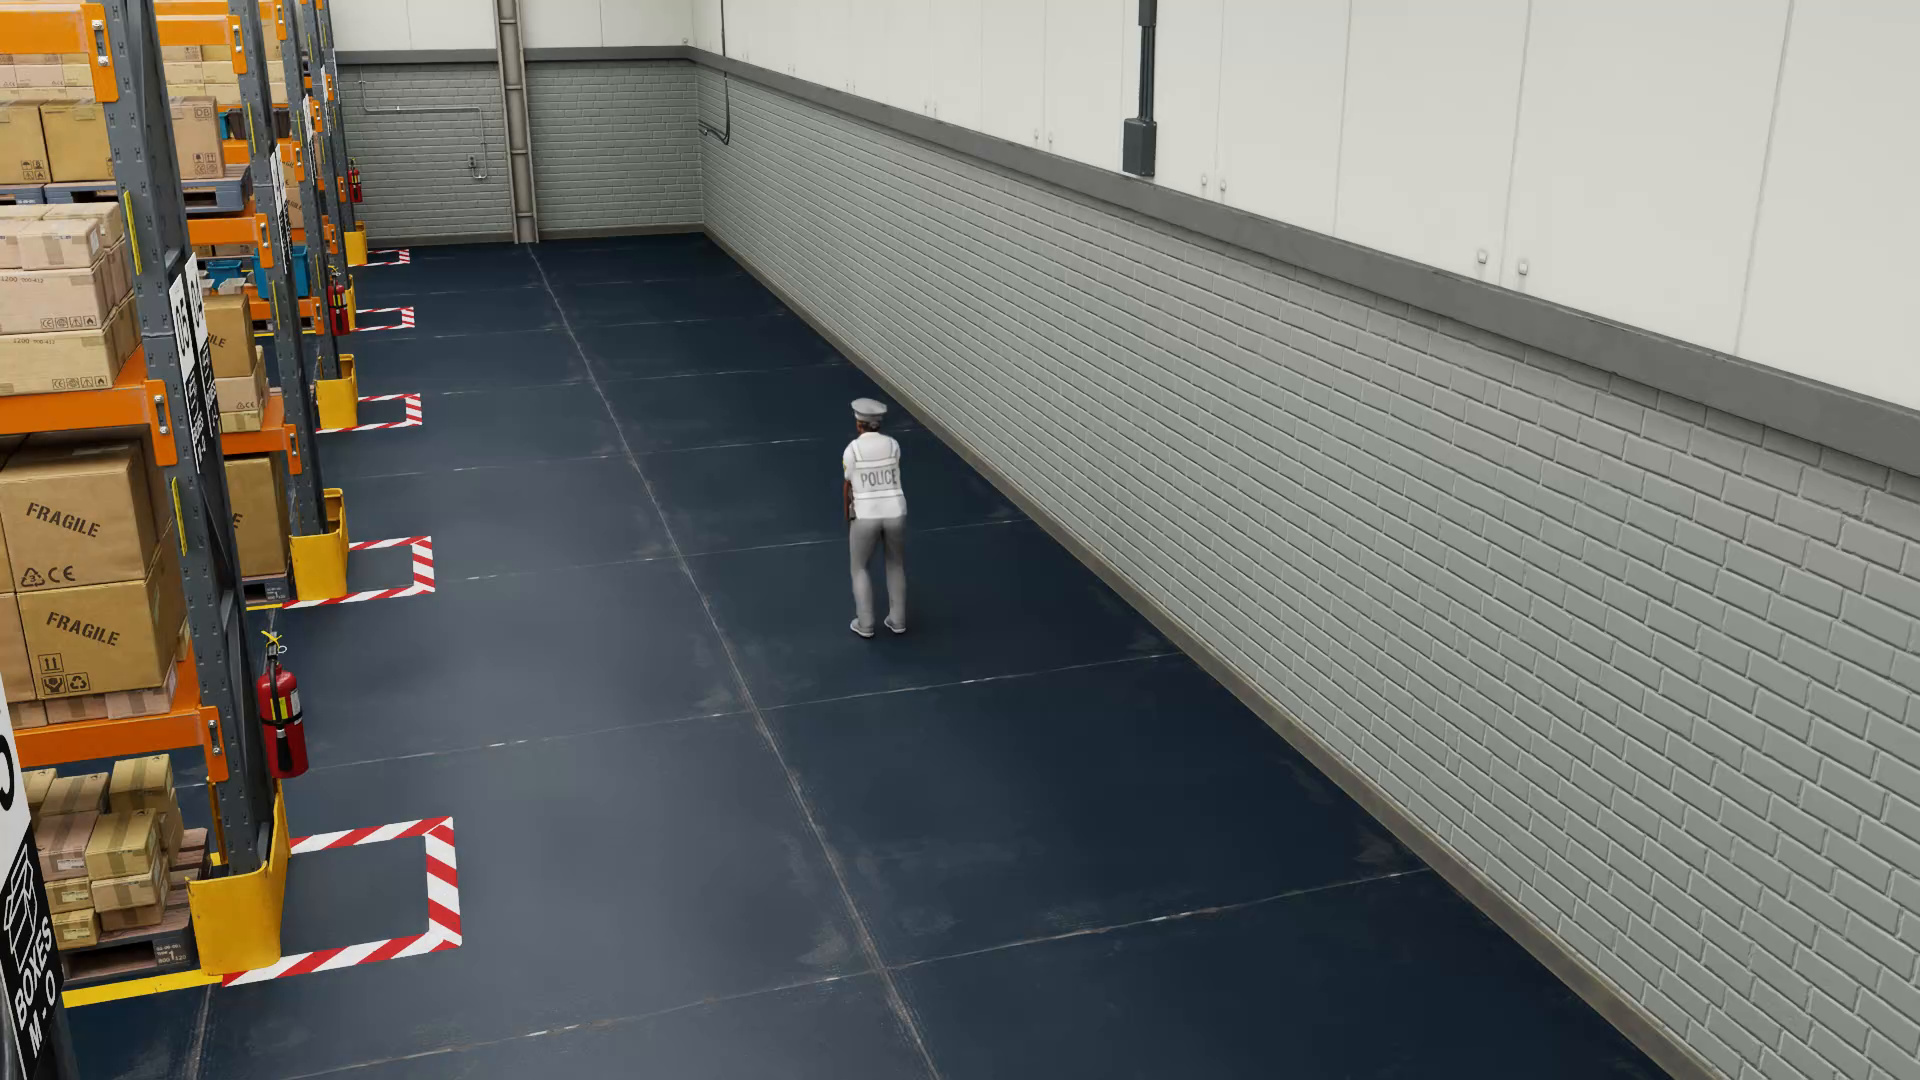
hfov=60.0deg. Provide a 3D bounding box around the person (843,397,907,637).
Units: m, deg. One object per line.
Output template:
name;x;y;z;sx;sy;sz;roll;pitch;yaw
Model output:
person;-0.602;-0.155;11.555;0.416;1.643;0.554;-7;20;-18
